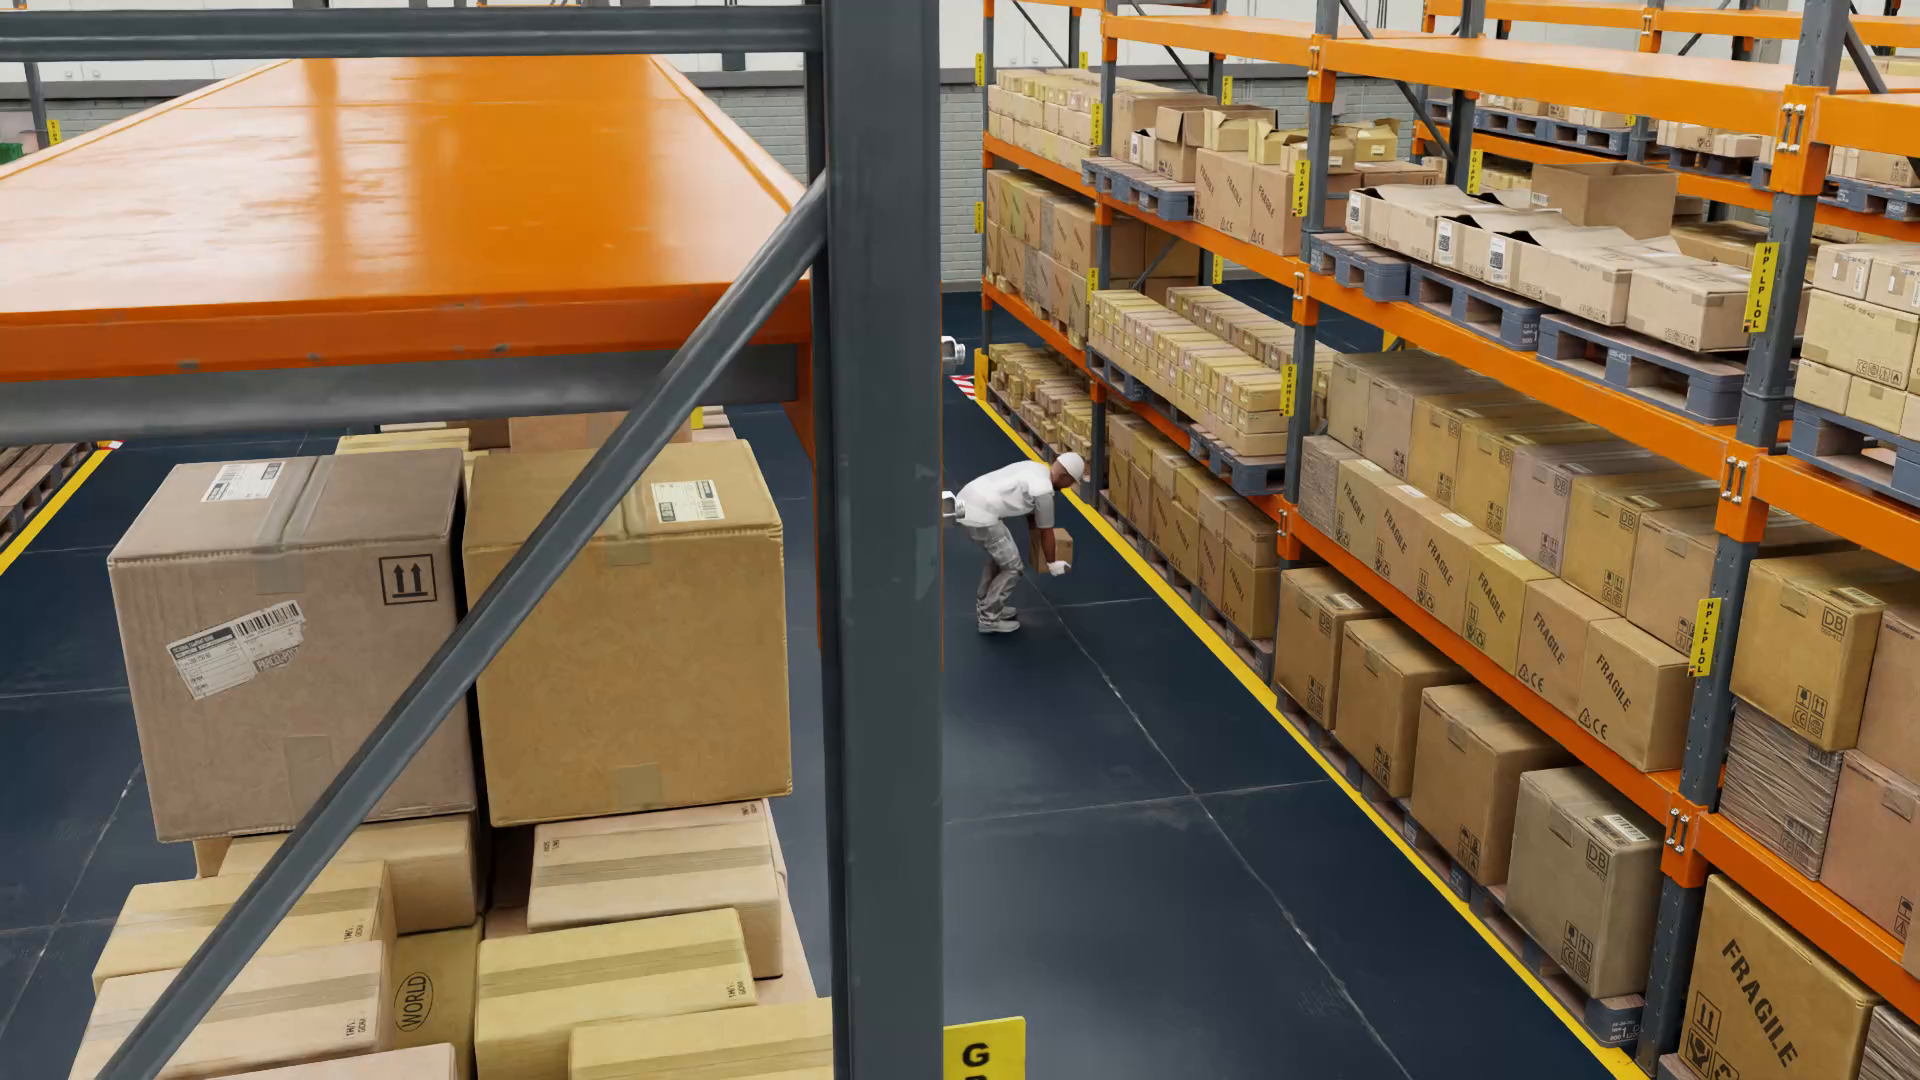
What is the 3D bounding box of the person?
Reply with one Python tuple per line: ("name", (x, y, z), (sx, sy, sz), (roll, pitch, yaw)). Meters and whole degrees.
("person", (0.424, 0.002, 11.847), (0.953, 1.239, 0.517), (-5, 20, -15))
